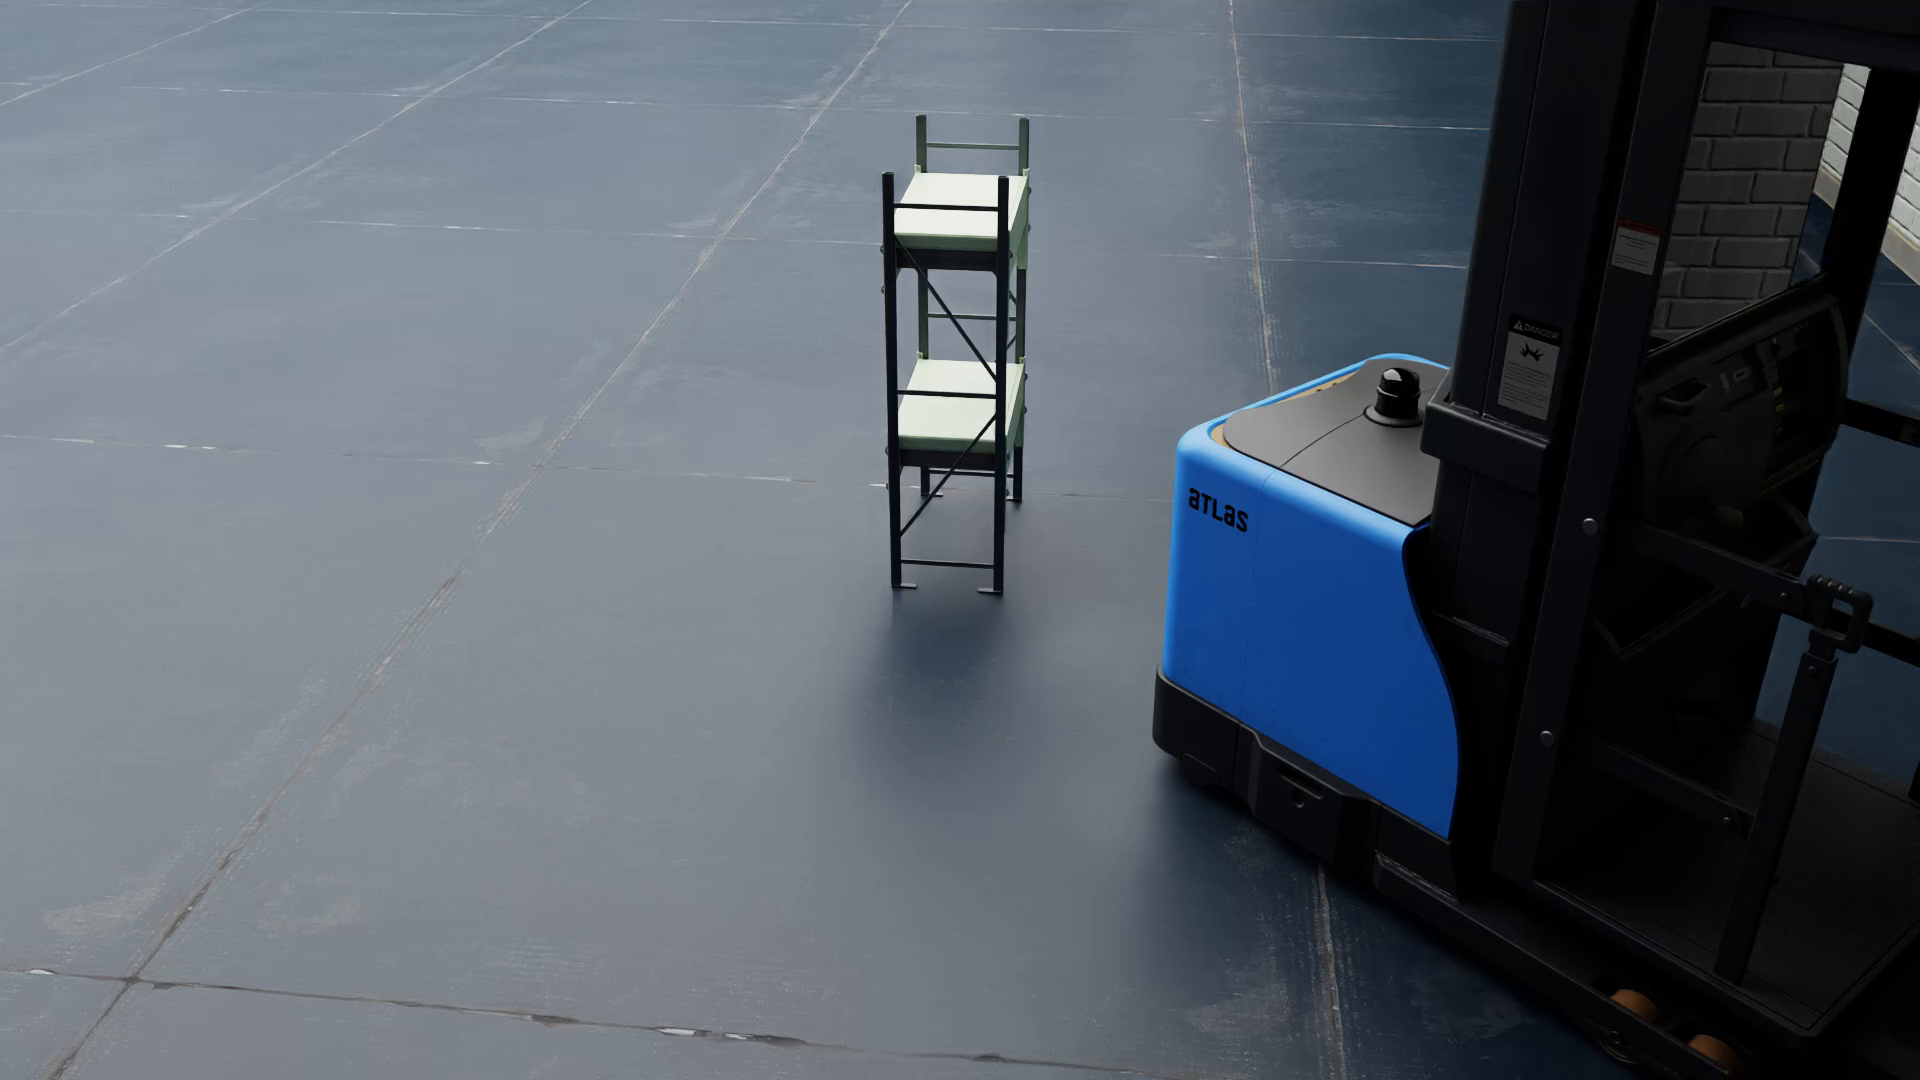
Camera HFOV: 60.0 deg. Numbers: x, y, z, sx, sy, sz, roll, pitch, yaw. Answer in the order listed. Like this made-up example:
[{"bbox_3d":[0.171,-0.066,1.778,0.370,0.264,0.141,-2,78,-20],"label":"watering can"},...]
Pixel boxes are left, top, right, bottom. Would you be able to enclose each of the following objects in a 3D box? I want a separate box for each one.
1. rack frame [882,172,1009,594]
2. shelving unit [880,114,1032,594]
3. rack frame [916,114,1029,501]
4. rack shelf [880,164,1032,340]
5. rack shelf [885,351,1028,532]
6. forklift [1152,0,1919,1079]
[{"bbox_3d":[-0.046,-0.485,5.569,0.400,1.500,0.023,3,28,6],"label":"rack frame"},{"bbox_3d":[-0.001,-0.657,5.888,0.431,1.500,0.755,3,28,6],"label":"shelving unit"},{"bbox_3d":[0.044,-0.829,6.208,0.400,1.500,0.023,3,28,6],"label":"rack frame"},{"bbox_3d":[-0.001,-1.001,5.703,0.431,0.370,0.720,3,28,6],"label":"rack shelf"},{"bbox_3d":[-0.001,-0.370,6.043,0.431,0.370,0.720,3,28,6],"label":"rack shelf"},{"bbox_3d":[1.912,-0.253,3.629,1.130,2.935,3.031,-22,35,-35],"label":"forklift"}]
